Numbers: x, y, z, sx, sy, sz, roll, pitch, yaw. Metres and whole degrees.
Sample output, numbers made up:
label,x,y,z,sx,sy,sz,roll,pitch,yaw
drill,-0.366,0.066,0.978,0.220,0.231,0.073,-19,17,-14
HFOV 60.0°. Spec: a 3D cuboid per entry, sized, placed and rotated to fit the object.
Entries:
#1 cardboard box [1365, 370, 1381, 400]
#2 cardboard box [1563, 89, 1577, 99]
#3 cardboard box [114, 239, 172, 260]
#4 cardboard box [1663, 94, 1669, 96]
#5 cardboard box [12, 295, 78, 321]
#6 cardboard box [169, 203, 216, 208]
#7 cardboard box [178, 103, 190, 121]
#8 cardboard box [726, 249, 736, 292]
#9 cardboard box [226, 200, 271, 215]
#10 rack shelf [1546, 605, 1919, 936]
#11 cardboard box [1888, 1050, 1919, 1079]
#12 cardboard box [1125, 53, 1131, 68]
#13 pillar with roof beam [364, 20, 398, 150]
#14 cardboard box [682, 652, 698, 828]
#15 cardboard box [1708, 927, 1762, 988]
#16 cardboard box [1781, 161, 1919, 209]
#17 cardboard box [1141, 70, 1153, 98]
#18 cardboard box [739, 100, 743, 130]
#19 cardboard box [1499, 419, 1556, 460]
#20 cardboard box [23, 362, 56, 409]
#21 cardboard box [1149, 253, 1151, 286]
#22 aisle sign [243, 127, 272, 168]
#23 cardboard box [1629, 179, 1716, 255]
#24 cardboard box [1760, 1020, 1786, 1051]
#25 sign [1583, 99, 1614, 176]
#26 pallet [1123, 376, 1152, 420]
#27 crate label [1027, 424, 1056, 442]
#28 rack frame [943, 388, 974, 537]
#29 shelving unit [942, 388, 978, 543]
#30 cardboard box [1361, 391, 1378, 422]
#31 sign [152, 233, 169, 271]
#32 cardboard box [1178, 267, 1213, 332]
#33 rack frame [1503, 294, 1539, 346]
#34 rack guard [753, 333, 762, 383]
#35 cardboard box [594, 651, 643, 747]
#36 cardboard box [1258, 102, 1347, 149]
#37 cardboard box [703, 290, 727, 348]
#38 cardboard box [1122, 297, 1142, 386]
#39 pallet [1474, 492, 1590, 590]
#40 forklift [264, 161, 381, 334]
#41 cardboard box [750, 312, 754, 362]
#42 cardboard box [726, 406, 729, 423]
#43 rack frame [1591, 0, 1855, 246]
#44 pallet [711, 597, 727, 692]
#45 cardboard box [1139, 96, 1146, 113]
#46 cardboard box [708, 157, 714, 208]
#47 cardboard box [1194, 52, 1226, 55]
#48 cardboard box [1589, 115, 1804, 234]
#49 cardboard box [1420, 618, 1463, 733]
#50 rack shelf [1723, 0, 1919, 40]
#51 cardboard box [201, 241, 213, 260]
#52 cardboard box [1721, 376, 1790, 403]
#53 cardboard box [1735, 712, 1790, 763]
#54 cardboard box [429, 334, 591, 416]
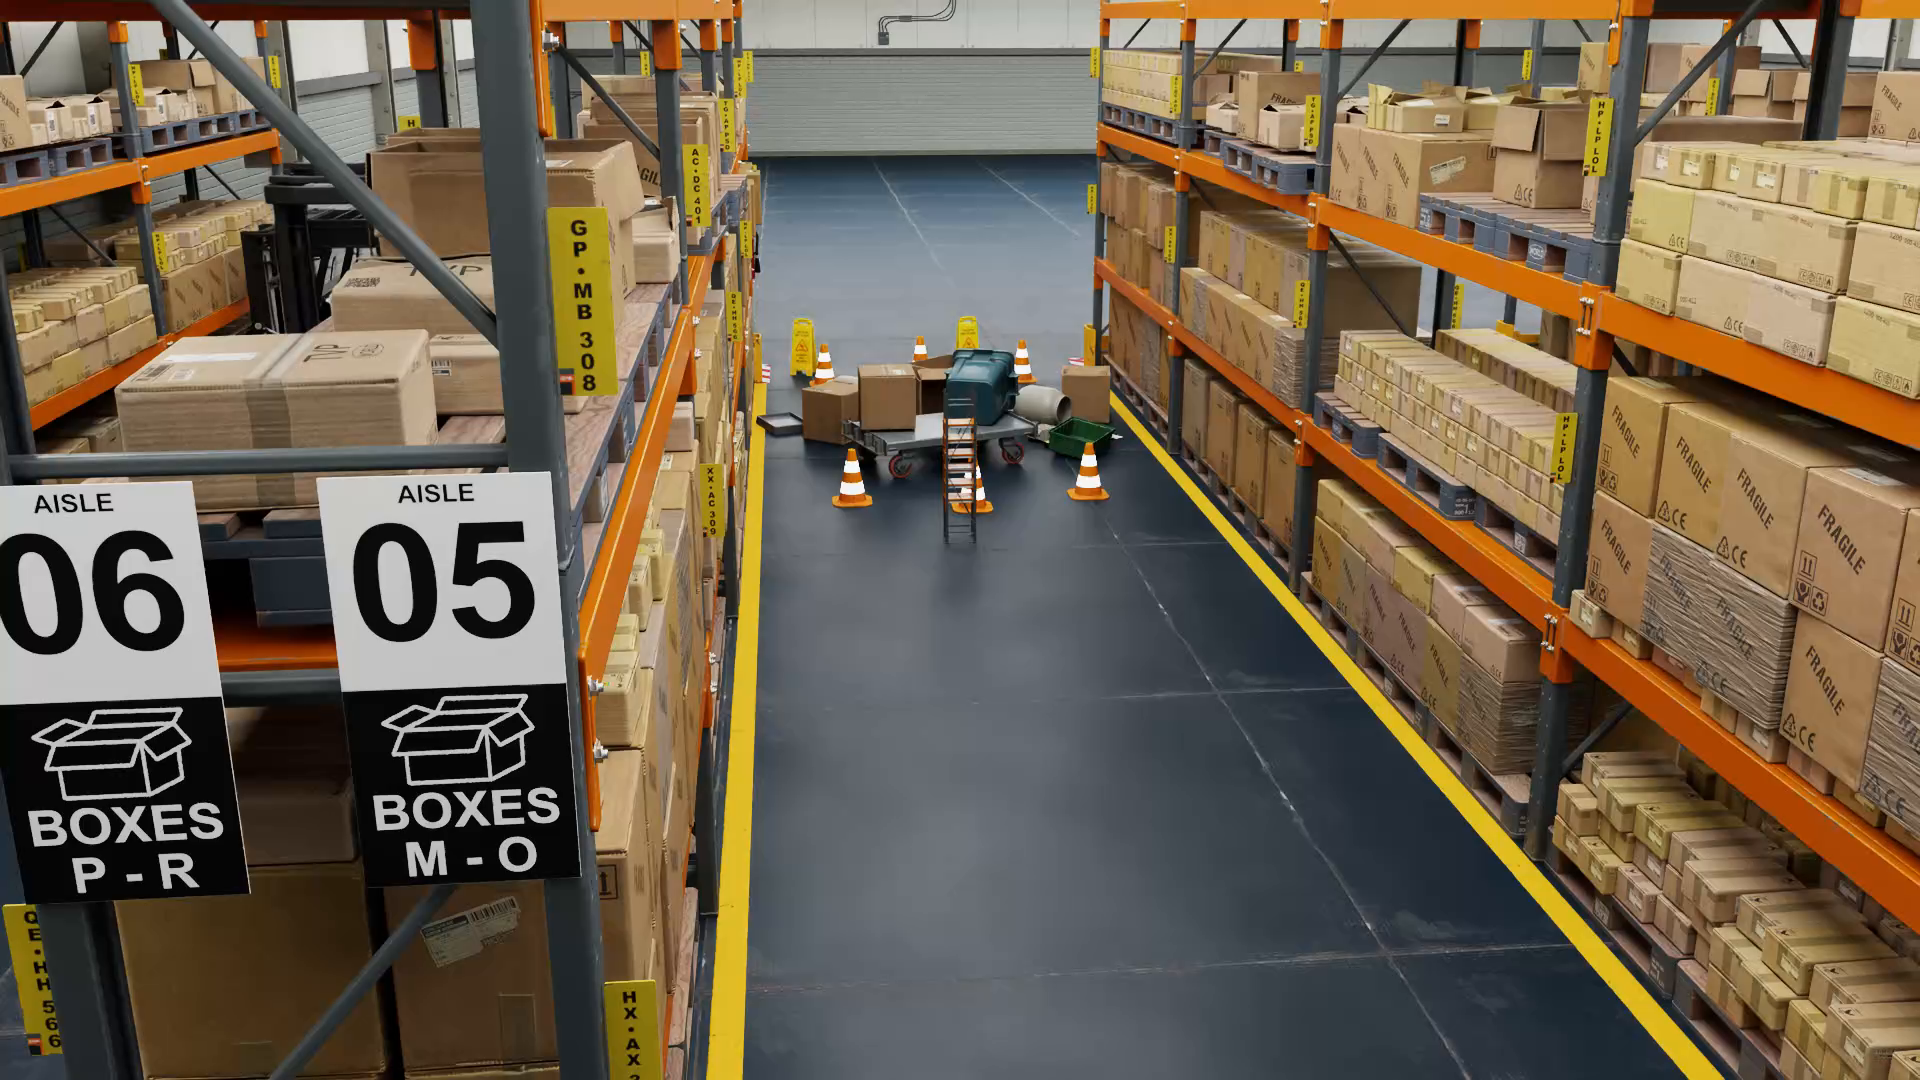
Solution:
label,x,y,z,sx,sy,sz,roll,pitch,yaw
cardboard box,2.795,-0.987,10.535,0.380,0.149,0.250,-2,18,-7
cardboard box,6.881,-4.890,18.324,0.380,0.149,0.250,-2,18,-7
cardboard box,-7.116,-2.532,14.489,0.380,0.149,0.250,-1,17,-5
cardboard box,7.456,-4.509,17.108,0.380,0.149,0.250,-1,17,-4
cardboard box,-6.857,-1.735,12.446,0.380,0.149,0.250,-2,18,-7
cardboard box,-8.004,-3.432,17.355,0.380,0.149,0.250,-1,17,-4
cardboard box,-7.202,-3.861,15.010,0.380,0.149,0.250,-1,17,-4
cardboard box,-2.066,-2.041,13.307,0.500,0.500,0.500,-1,17,-4
cardboard box,-7.544,-3.520,17.634,0.380,0.149,0.250,-2,18,-5
rack shelf,3.503,1.056,6.007,1.077,0.370,4.000,-2,18,-6
cardboard box,3.317,1.806,5.483,0.380,0.149,0.250,-2,18,-8
cardboard box,1.907,-4.910,17.022,0.380,0.149,0.250,-2,18,-6
pillar with roof beam,-5.571,-9.456,28.274,9.100,9.000,0.400,-2,18,-6
cardboard box,-1.189,0.685,5.821,0.500,0.500,0.500,-2,18,-6
cardboard box,3.185,1.637,6.517,0.380,0.149,0.250,-2,18,-6
cardboard box,3.192,-1.267,5.947,0.380,0.149,0.250,-2,18,-7
cardboard box,2.064,-4.455,16.236,0.500,0.250,0.500,-2,18,-6
cardboard box,-2.316,-4.028,15.744,0.500,0.250,0.500,-2,18,-5
cardboard box,3.008,-0.518,8.545,0.380,0.149,0.250,-2,18,-7
cardboard box,-6.875,-1.109,11.952,0.500,0.250,0.500,-2,18,-7
cardboard box,2.404,-2.775,16.759,0.875,0.550,0.550,-2,18,-6
aisle sign,-7.505,-4.390,17.812,0.394,0.787,0.004,-2,18,-6
cardboard box,3.108,-1.330,6.815,0.500,0.250,0.500,-1,17,-4
cardboard box,3.292,1.856,6.315,0.380,0.149,0.250,-1,17,-4
sign,2.745,-1.731,7.153,0.100,0.325,0.005,-2,18,-6
pallet,2.342,-1.530,17.697,1.003,0.211,1.213,-2,18,-6
crate label,0.809,-1.051,16.295,0.250,0.136,0.298,16,24,42
rack frame,-0.011,-0.604,13.098,0.240,1.200,0.006,-2,18,-6
shelving unit,-0.002,-0.577,13.011,0.258,1.200,0.189,-2,18,-6
cardboard box,2.786,-0.856,10.613,0.380,0.149,0.250,-1,17,-3
sign,-6.840,-2.463,14.215,0.100,0.325,0.005,-2,18,-6
cardboard box,2.258,-2.149,14.849,0.500,0.500,0.500,-2,17,-5
rack frame,7.003,-3.582,19.577,1.000,3.000,0.127,-2,18,-6
rack guard,-2.846,-2.060,18.904,1.175,0.500,0.348,-2,18,-6
cardboard box,-0.976,0.386,4.020,0.380,0.149,0.250,-1,17,-4
cardboard box,2.478,-3.014,12.042,0.500,0.311,0.500,-2,18,-6
cardboard box,-1.715,-1.271,10.380,0.500,0.500,0.500,-2,18,-7
cardboard box,2.288,-2.183,17.969,0.875,0.875,0.875,-2,18,-7
pallet,3.363,-0.024,8.566,1.003,0.211,1.213,-2,18,-6
forklift,-4.651,-1.531,13.159,1.130,2.935,3.031,-2,18,-5
cardboard box,-2.455,-2.136,17.609,0.500,0.500,0.500,-1,17,-4
cardboard box,-1.718,-0.678,10.578,0.500,0.250,0.500,-2,18,-8
rack frame,3.297,-2.745,6.899,1.000,3.000,0.127,-2,18,-6
pallet,-2.023,0.676,10.672,1.003,0.211,1.213,-2,18,-6
cardboard box,1.983,-4.304,16.423,0.380,0.149,0.250,-2,18,-6
cardboard box,-1.457,-1.823,8.490,0.396,0.266,0.258,0,17,-1
cardboard box,2.562,-4.929,17.083,0.380,0.149,0.250,-2,18,-6
cardboard box,3.367,-1.679,7.640,0.700,0.500,0.500,-2,18,-6
cardboard box,2.917,0.743,9.273,0.500,0.500,0.500,-2,18,-7
rack shelf,7.622,-4.122,13.152,1.077,0.370,4.000,-2,18,-6
cardboard box,-7.210,-2.697,15.511,0.380,0.149,0.250,-2,18,-6
cardboard box,3.614,-0.418,7.168,0.500,0.500,0.500,-2,18,-8
cardboard box,3.185,0.722,6.289,0.380,0.149,0.250,-1,17,-3
cardboard box,-1.087,-0.399,3.984,0.380,0.149,0.250,-1,17,-4
